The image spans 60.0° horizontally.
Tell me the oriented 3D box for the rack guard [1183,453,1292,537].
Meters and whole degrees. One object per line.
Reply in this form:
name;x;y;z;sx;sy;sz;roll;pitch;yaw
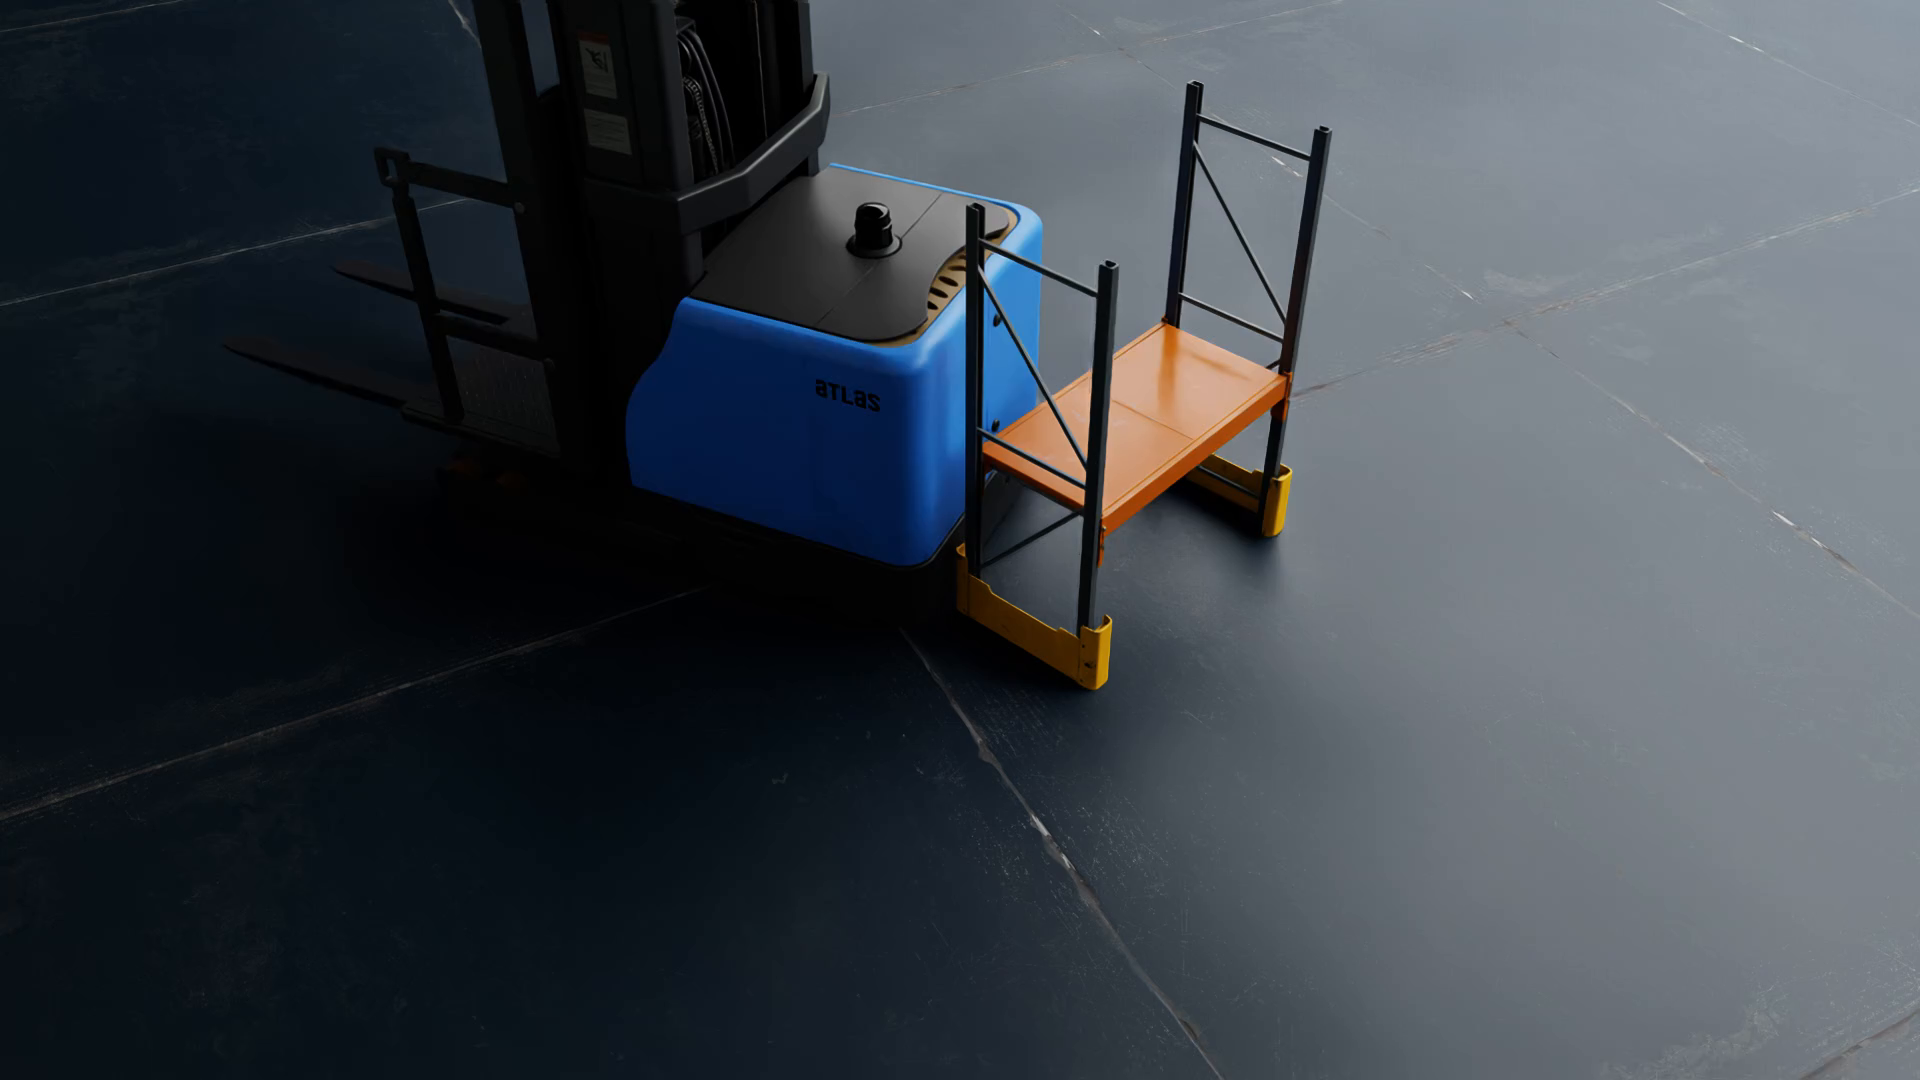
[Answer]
rack guard;0.888;-0.246;5.847;0.587;0.250;0.087;30;49;31

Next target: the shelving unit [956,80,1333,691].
shelving unit;0.557;-0.483;5.160;0.587;1.500;1.083;30;49;31

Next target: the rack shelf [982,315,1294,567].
rack shelf;0.551;-0.341;5.271;0.538;0.185;1.000;30;49;31

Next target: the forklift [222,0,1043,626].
forklift;-1.279;-1.482;5.233;3.031;2.935;1.130;16;43;19

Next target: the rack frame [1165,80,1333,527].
rack frame;0.889;-0.724;5.444;0.500;1.500;0.032;30;49;31

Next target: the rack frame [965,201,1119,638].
rack frame;0.213;-0.233;4.865;0.500;1.500;0.032;30;49;31

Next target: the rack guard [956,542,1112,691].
rack guard;0.226;0.234;5.280;0.587;0.250;0.087;30;49;31
